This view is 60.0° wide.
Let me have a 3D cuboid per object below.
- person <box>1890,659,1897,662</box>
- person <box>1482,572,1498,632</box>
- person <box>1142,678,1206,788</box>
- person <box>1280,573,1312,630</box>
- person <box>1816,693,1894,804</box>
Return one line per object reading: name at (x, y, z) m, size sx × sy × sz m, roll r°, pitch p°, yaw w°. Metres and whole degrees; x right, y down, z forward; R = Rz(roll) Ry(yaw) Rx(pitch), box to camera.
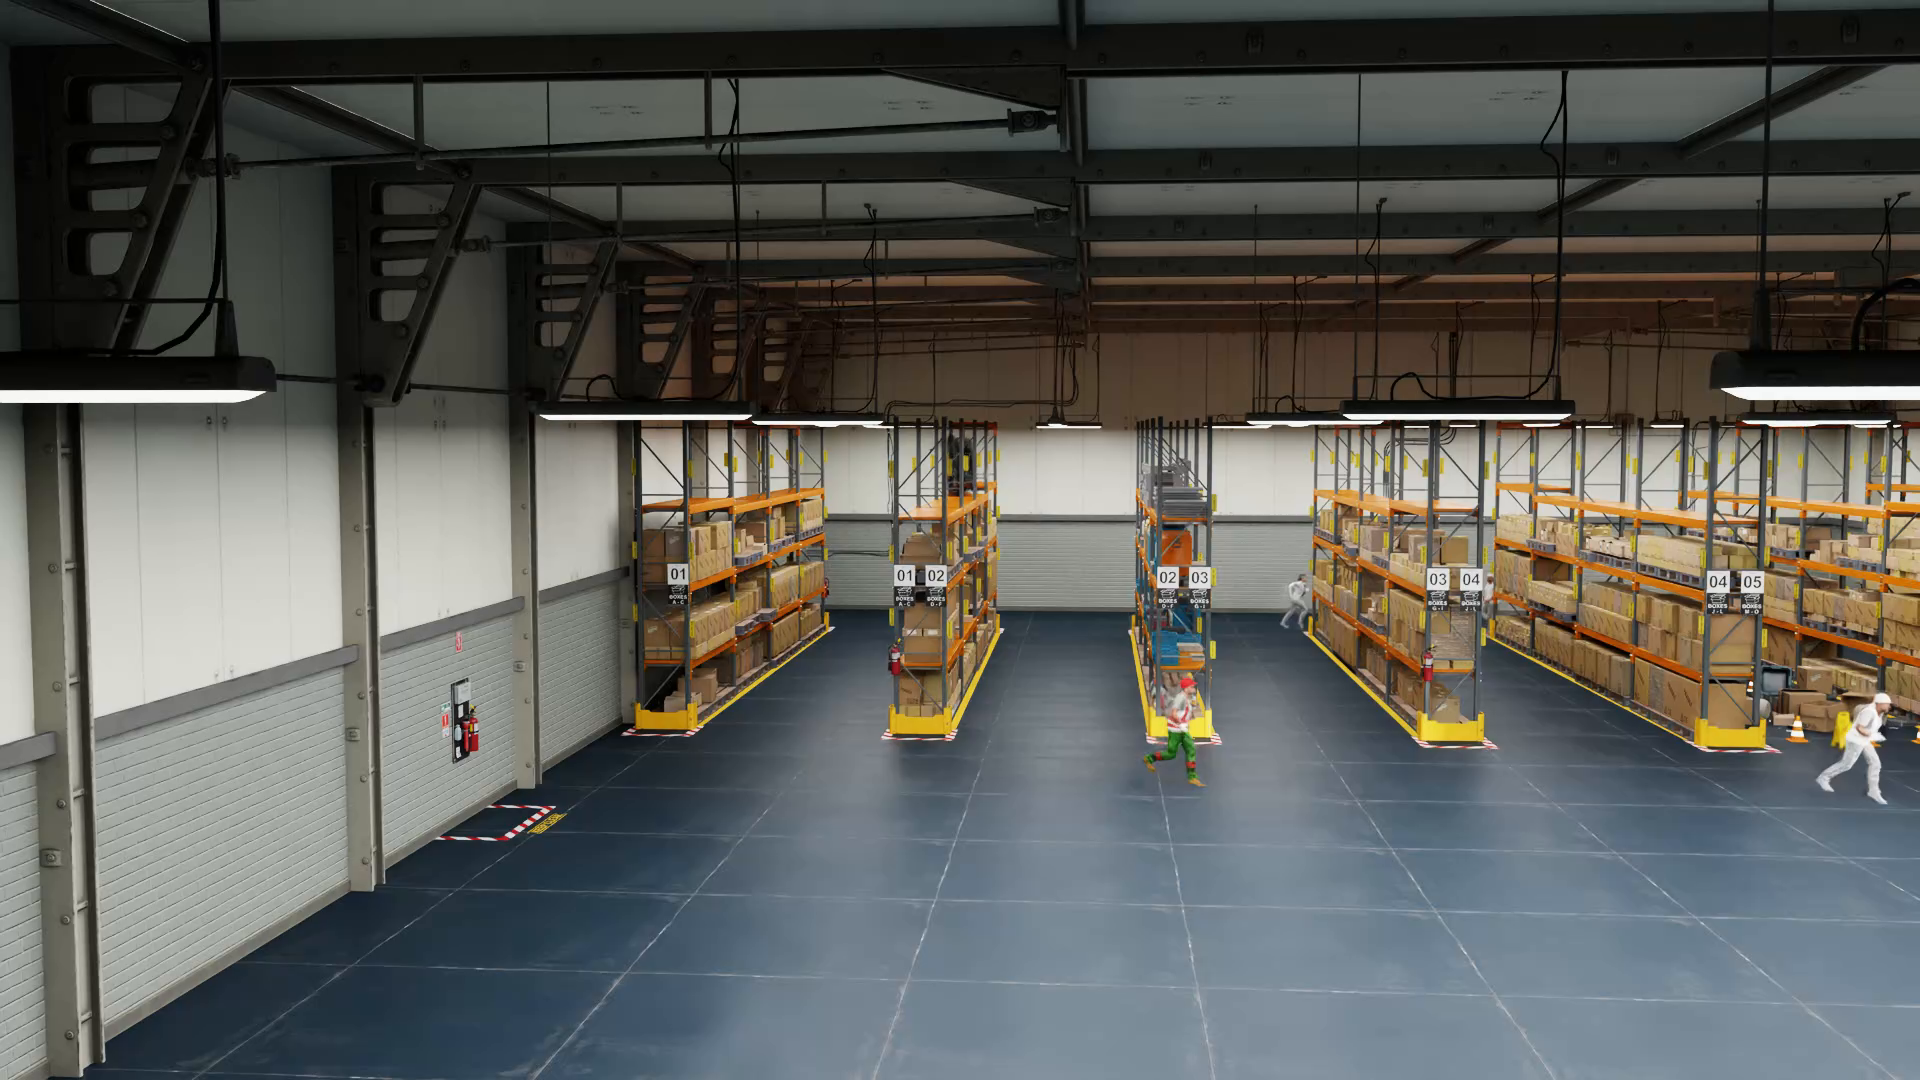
person at (21.687, 2.352, 38.226) m, size 0.671 × 1.829 × 0.901 m, roll 0°, pitch 4°, yaw 4°
person at (15.029, 1.770, 47.238) m, size 0.586 × 1.725 × 0.724 m, roll 0°, pitch 4°, yaw -1°
person at (3.478, 3.099, 26.932) m, size 1.065 × 1.772 × 0.659 m, roll 2°, pitch 4°, yaw 24°
person at (9.684, 1.767, 47.982) m, size 0.889 × 1.655 × 0.602 m, roll 1°, pitch 4°, yaw 14°
person at (13.935, 3.205, 25.904) m, size 1.054 × 1.730 × 0.728 m, roll 3°, pitch 5°, yaw 41°
